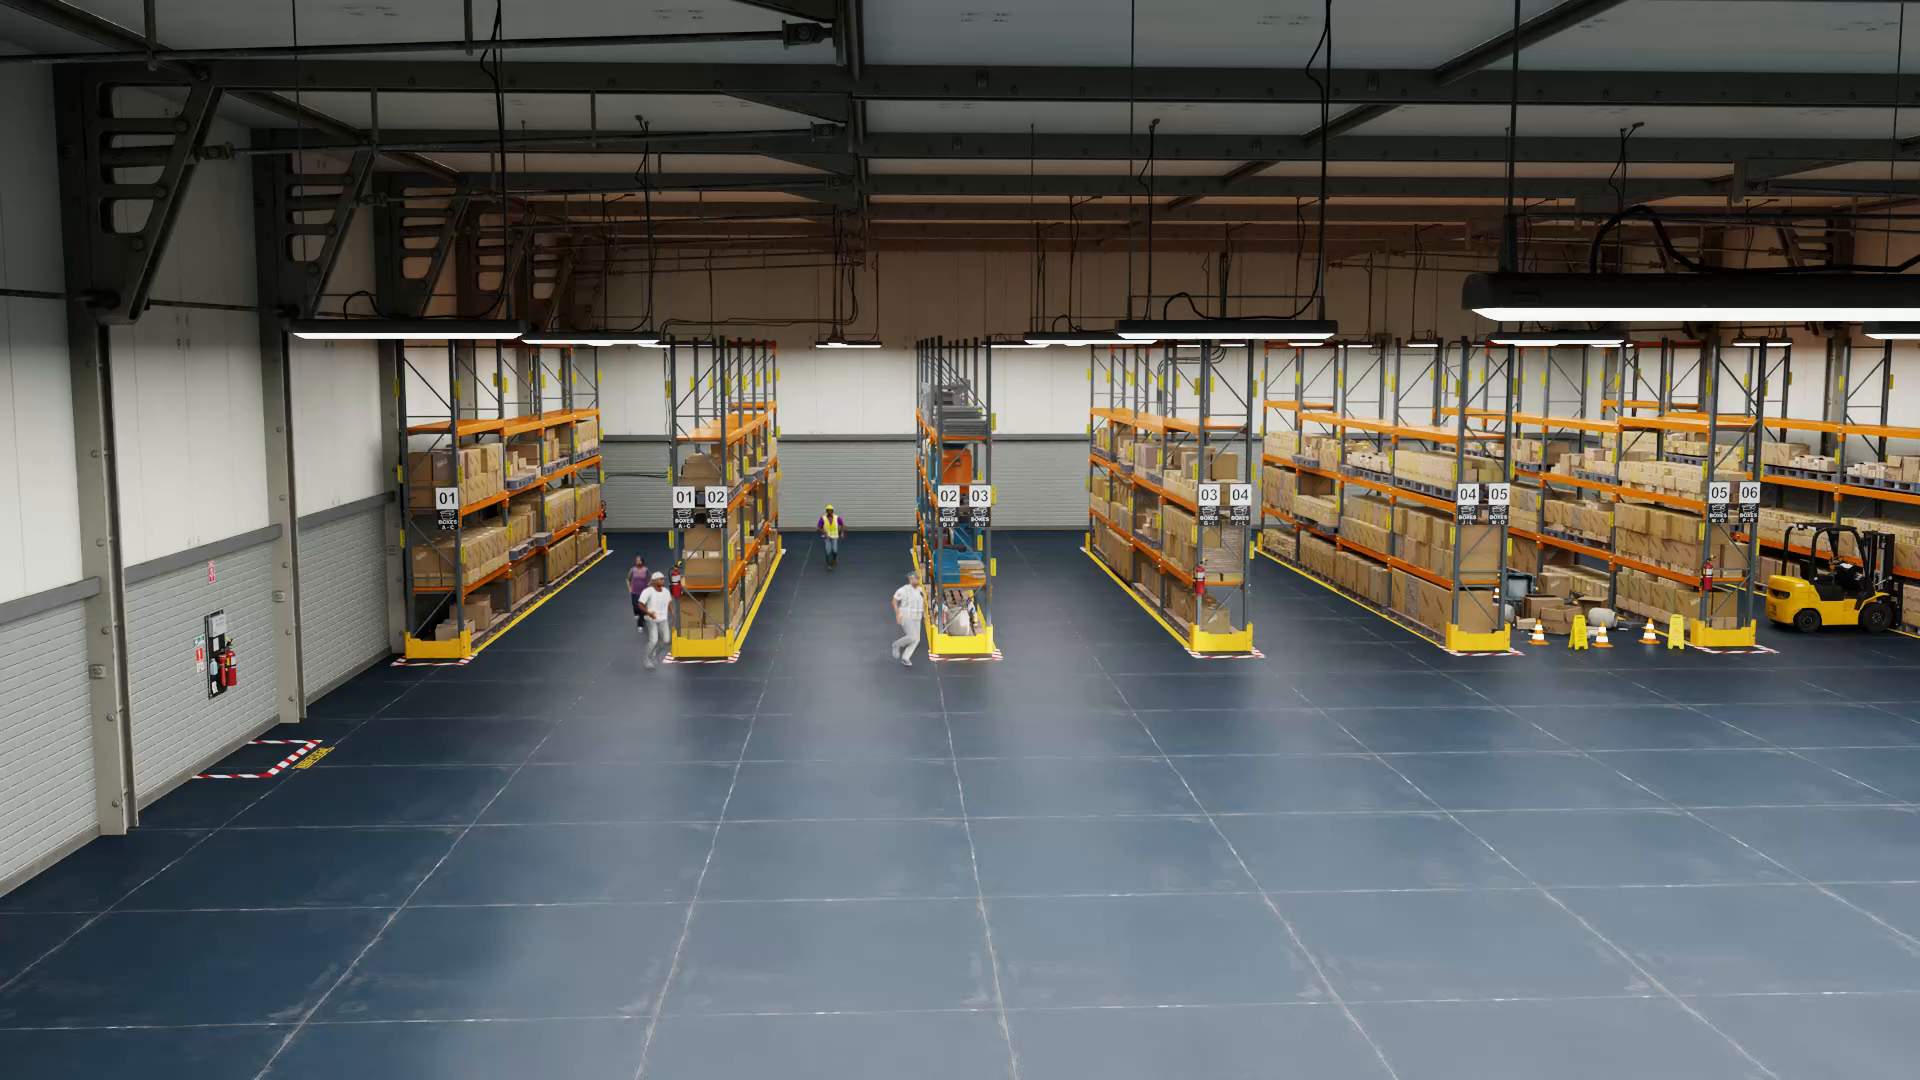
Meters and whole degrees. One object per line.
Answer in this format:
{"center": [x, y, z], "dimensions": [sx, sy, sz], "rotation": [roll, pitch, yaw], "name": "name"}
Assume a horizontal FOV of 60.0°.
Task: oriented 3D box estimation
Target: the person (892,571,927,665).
{"center": [-0.867, 1.416, 30.514], "dimensions": [0.699, 1.705, 0.550], "rotation": [-6, 9, -42], "name": "person"}

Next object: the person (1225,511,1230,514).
{"center": [7.669, -0.629, 48.465], "dimensions": [0.555, 1.708, 0.711], "rotation": [-5, 8, -38], "name": "person"}

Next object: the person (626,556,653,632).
{"center": [-6.549, 1.100, 34.023], "dimensions": [0.538, 1.557, 0.505], "rotation": [-1, 7, -11], "name": "person"}

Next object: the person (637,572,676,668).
{"center": [-5.464, 1.445, 30.177], "dimensions": [0.781, 1.715, 0.519], "rotation": [-6, 9, -42], "name": "person"}

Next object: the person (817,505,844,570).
{"center": [-3.353, -0.049, 43.269], "dimensions": [0.719, 1.719, 0.590], "rotation": [-1, 7, -8], "name": "person"}
